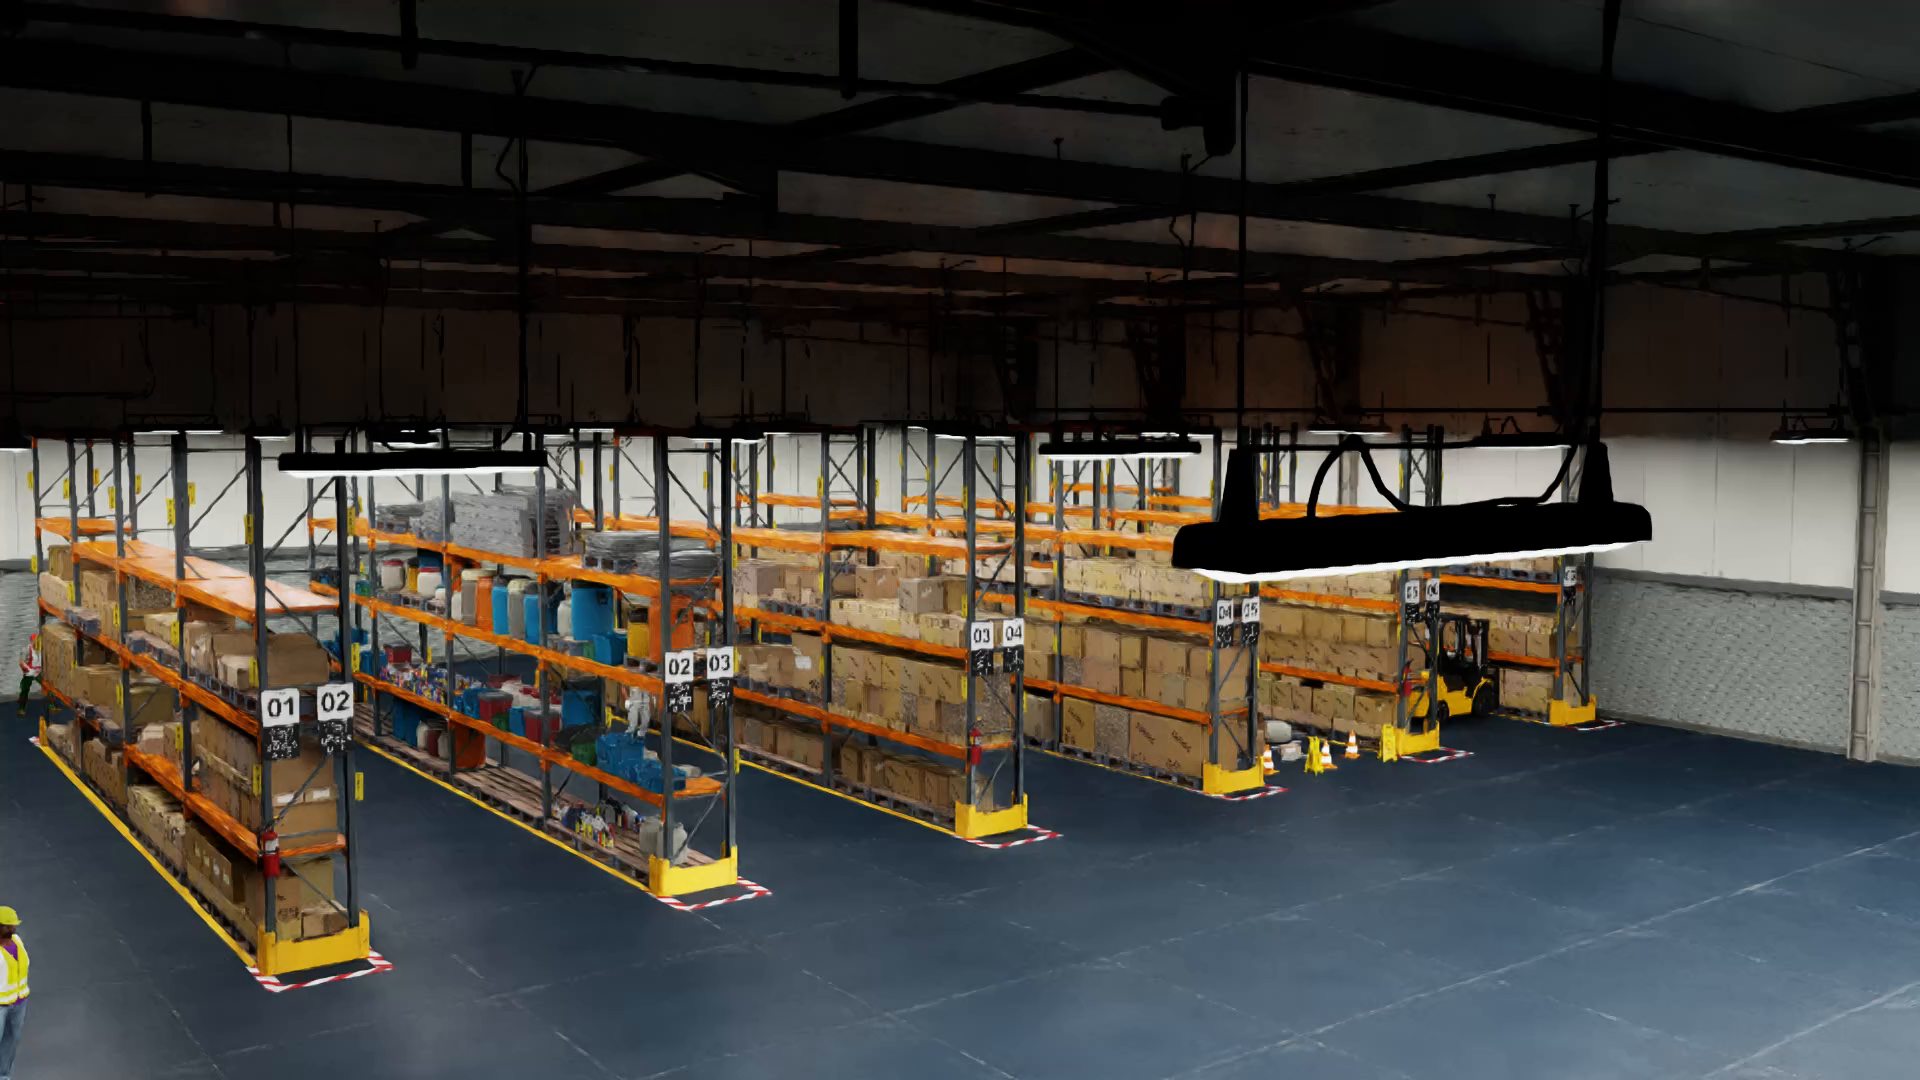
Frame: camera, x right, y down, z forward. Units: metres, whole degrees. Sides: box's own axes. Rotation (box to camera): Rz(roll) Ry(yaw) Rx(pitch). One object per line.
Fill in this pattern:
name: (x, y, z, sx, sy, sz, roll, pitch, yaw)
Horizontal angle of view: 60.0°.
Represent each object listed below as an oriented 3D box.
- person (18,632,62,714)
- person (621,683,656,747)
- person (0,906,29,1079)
person: (-19.170, 2.759, 34.449, 0.811, 1.718, 0.682, 3, 5, 34)
person: (-5.976, 3.040, 30.976, 0.677, 1.741, 0.552, -4, 6, -38)
person: (-8.900, 4.252, 15.251, 0.528, 1.751, 0.738, 1, 5, 12)
